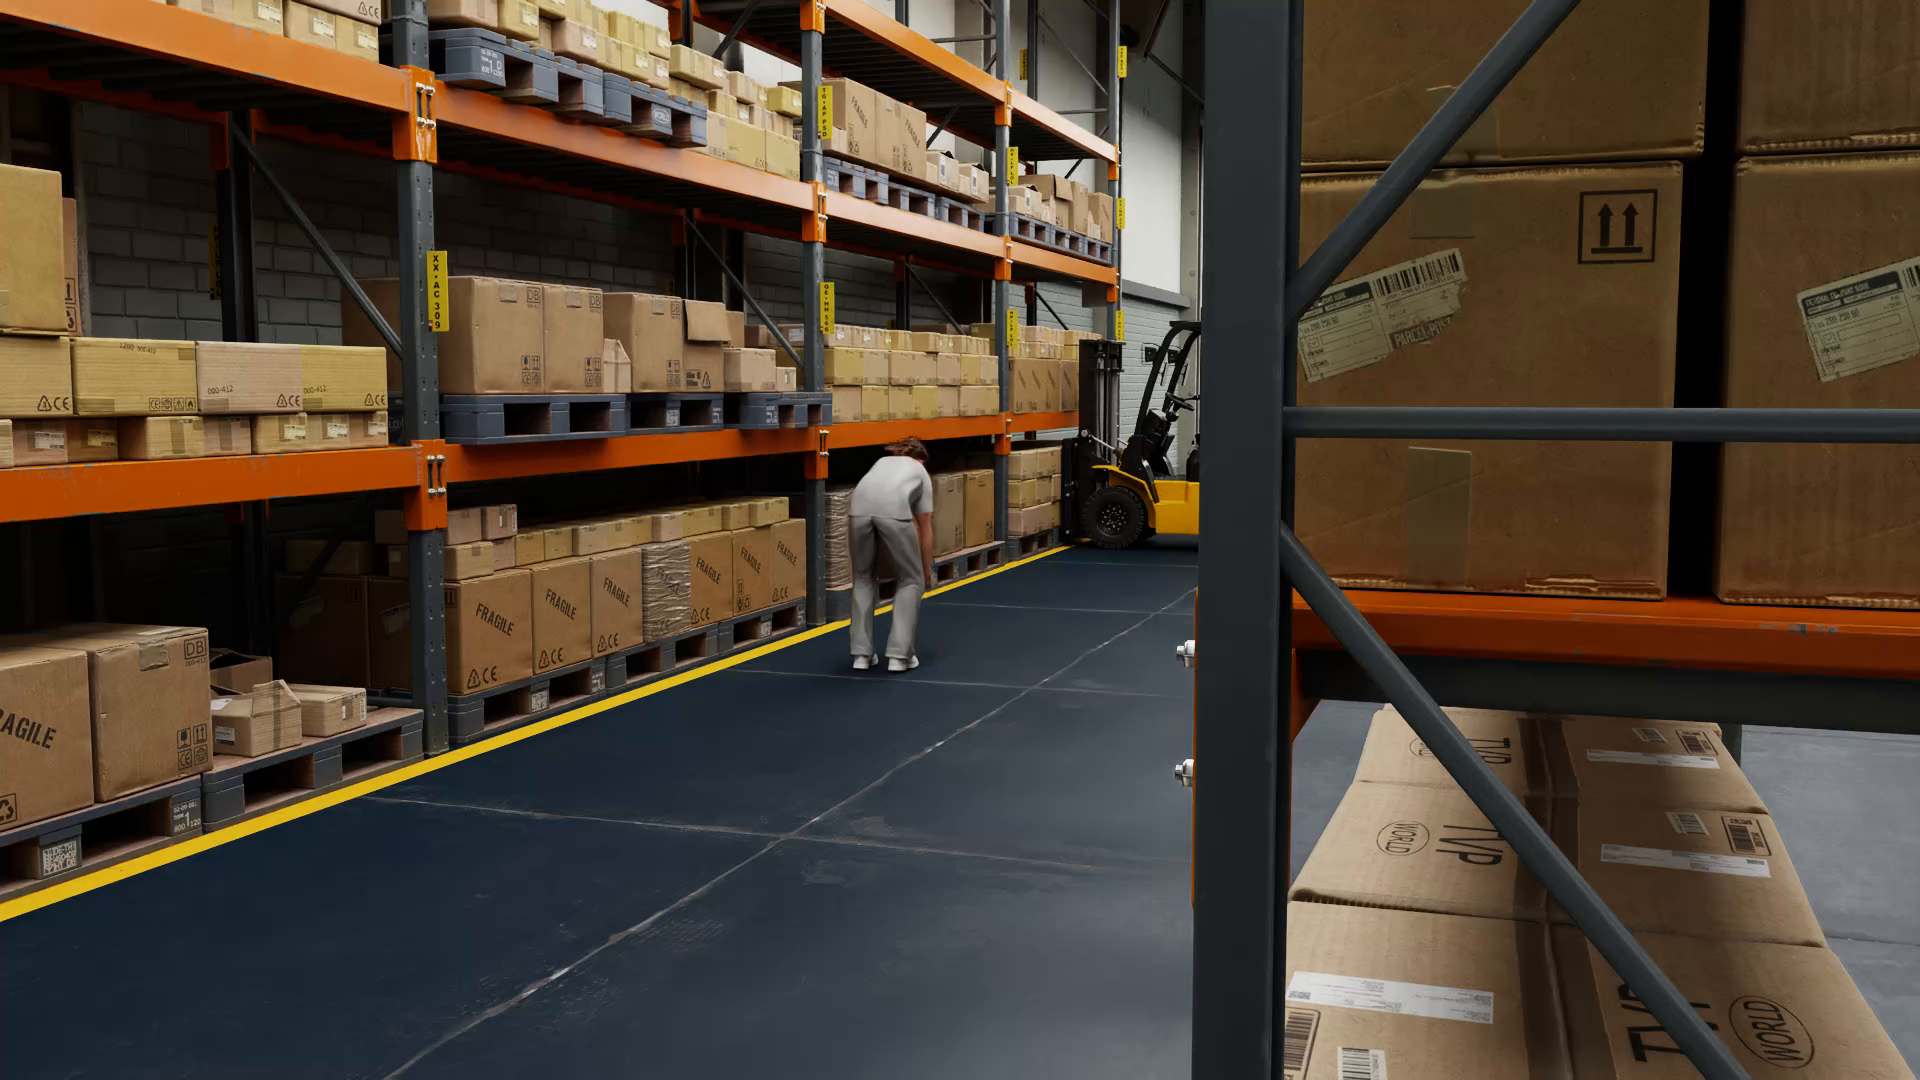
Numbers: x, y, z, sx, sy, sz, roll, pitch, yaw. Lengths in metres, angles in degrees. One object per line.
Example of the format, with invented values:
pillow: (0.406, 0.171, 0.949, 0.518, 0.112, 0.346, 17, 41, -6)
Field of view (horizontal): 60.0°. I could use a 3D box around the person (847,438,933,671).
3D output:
person: (-0.357, 0.067, 9.309, 0.414, 1.252, 0.833, 2, 6, 16)
